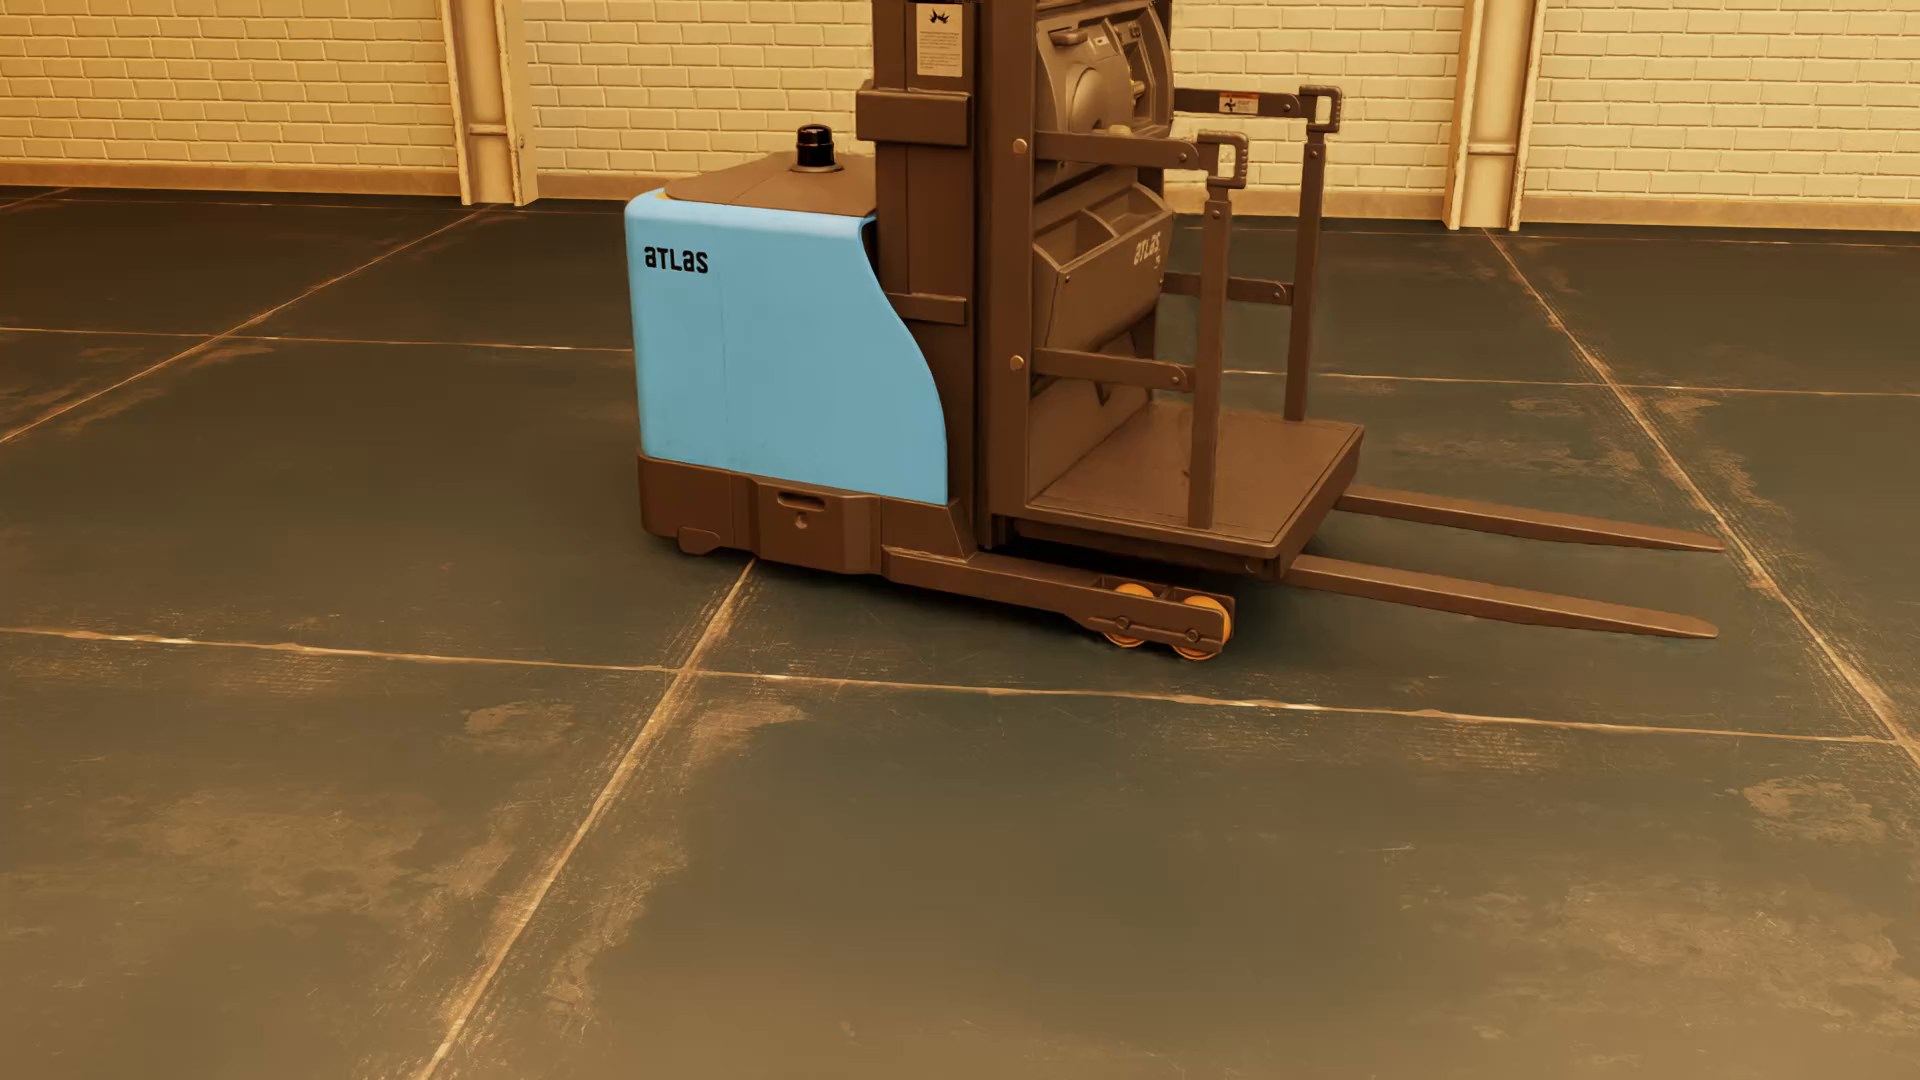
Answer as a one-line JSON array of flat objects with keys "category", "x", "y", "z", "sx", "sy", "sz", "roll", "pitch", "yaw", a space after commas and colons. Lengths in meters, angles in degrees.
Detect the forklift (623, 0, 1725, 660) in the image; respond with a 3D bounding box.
[{"category": "forklift", "x": 0.583, "y": -1.268, "z": 4.403, "sx": 3.031, "sy": 2.935, "sz": 1.130, "roll": 10, "pitch": 24, "yaw": 23}]
